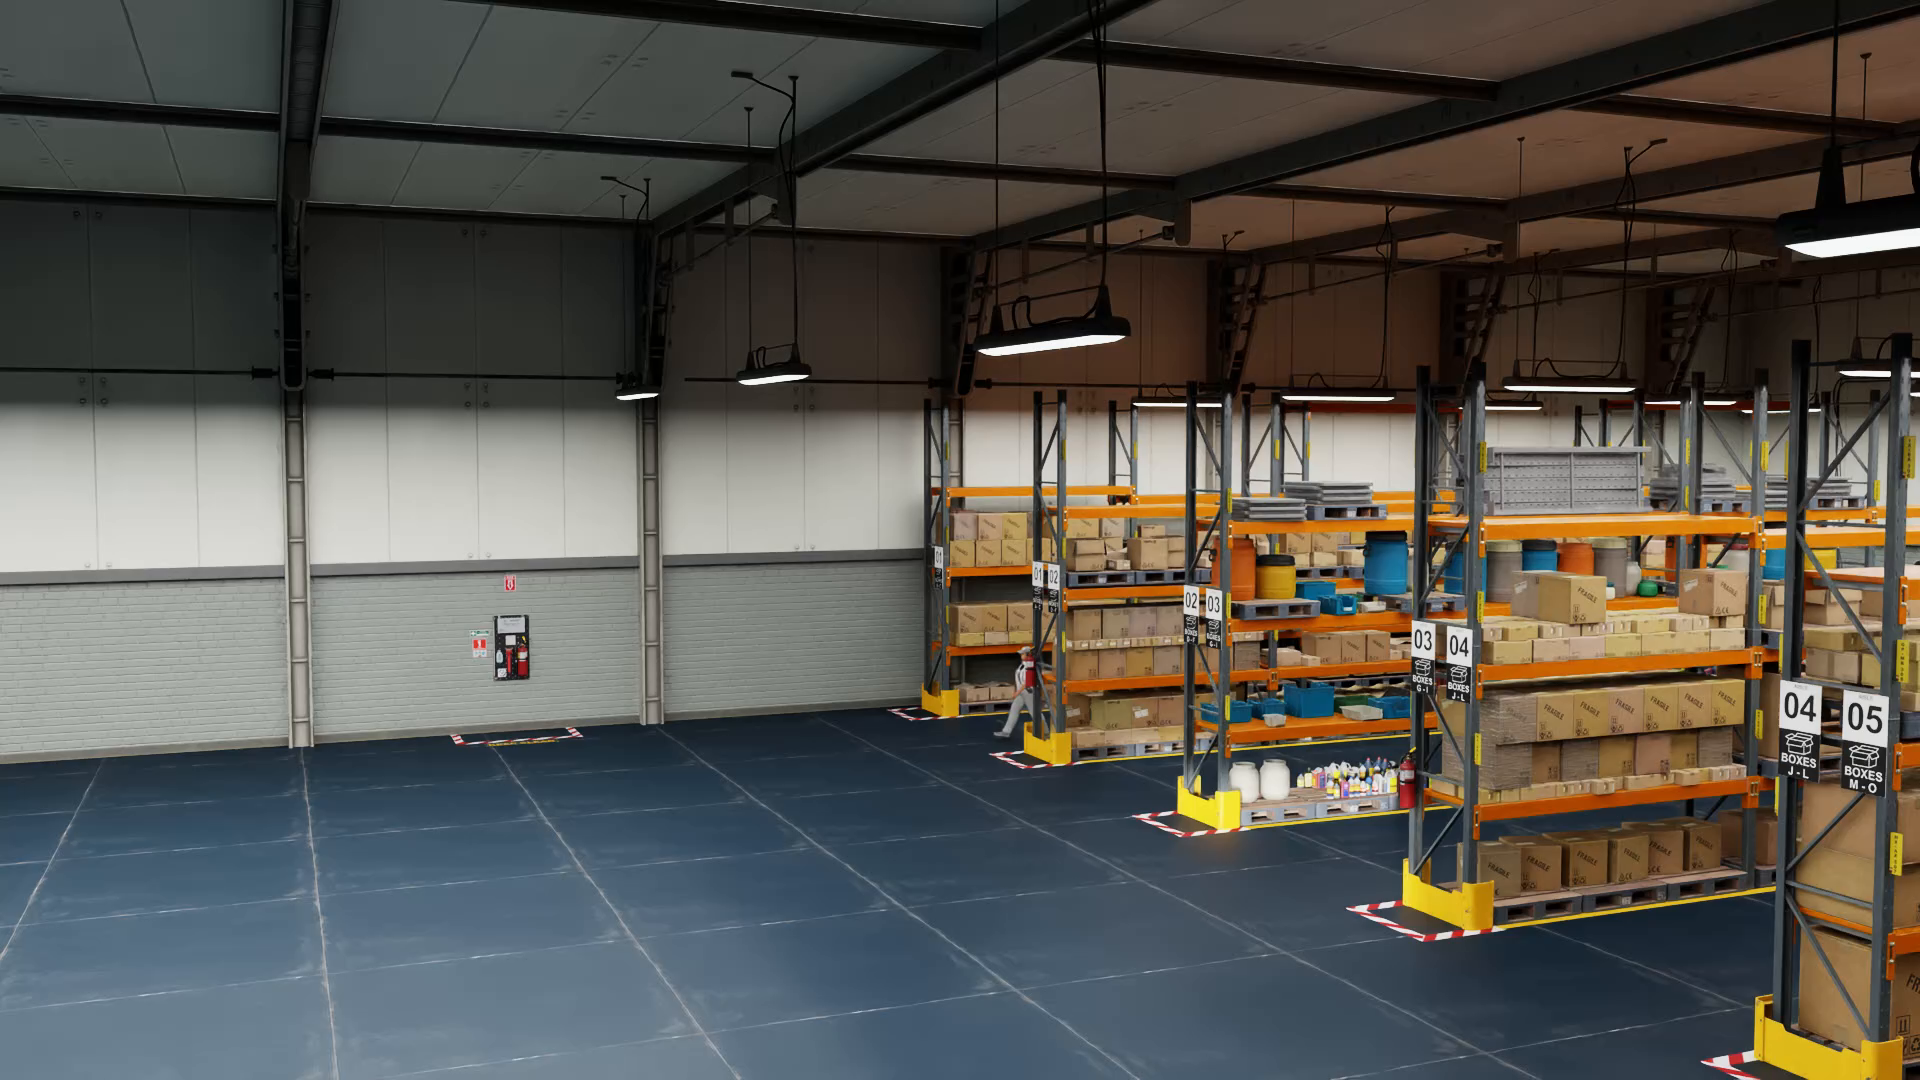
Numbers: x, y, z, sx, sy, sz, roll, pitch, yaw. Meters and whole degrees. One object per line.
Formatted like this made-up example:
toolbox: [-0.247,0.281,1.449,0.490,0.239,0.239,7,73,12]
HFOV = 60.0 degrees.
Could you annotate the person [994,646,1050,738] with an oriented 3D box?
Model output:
person: [1.074,2.642,28.792,0.958,1.610,0.496,-1,3,-12]
